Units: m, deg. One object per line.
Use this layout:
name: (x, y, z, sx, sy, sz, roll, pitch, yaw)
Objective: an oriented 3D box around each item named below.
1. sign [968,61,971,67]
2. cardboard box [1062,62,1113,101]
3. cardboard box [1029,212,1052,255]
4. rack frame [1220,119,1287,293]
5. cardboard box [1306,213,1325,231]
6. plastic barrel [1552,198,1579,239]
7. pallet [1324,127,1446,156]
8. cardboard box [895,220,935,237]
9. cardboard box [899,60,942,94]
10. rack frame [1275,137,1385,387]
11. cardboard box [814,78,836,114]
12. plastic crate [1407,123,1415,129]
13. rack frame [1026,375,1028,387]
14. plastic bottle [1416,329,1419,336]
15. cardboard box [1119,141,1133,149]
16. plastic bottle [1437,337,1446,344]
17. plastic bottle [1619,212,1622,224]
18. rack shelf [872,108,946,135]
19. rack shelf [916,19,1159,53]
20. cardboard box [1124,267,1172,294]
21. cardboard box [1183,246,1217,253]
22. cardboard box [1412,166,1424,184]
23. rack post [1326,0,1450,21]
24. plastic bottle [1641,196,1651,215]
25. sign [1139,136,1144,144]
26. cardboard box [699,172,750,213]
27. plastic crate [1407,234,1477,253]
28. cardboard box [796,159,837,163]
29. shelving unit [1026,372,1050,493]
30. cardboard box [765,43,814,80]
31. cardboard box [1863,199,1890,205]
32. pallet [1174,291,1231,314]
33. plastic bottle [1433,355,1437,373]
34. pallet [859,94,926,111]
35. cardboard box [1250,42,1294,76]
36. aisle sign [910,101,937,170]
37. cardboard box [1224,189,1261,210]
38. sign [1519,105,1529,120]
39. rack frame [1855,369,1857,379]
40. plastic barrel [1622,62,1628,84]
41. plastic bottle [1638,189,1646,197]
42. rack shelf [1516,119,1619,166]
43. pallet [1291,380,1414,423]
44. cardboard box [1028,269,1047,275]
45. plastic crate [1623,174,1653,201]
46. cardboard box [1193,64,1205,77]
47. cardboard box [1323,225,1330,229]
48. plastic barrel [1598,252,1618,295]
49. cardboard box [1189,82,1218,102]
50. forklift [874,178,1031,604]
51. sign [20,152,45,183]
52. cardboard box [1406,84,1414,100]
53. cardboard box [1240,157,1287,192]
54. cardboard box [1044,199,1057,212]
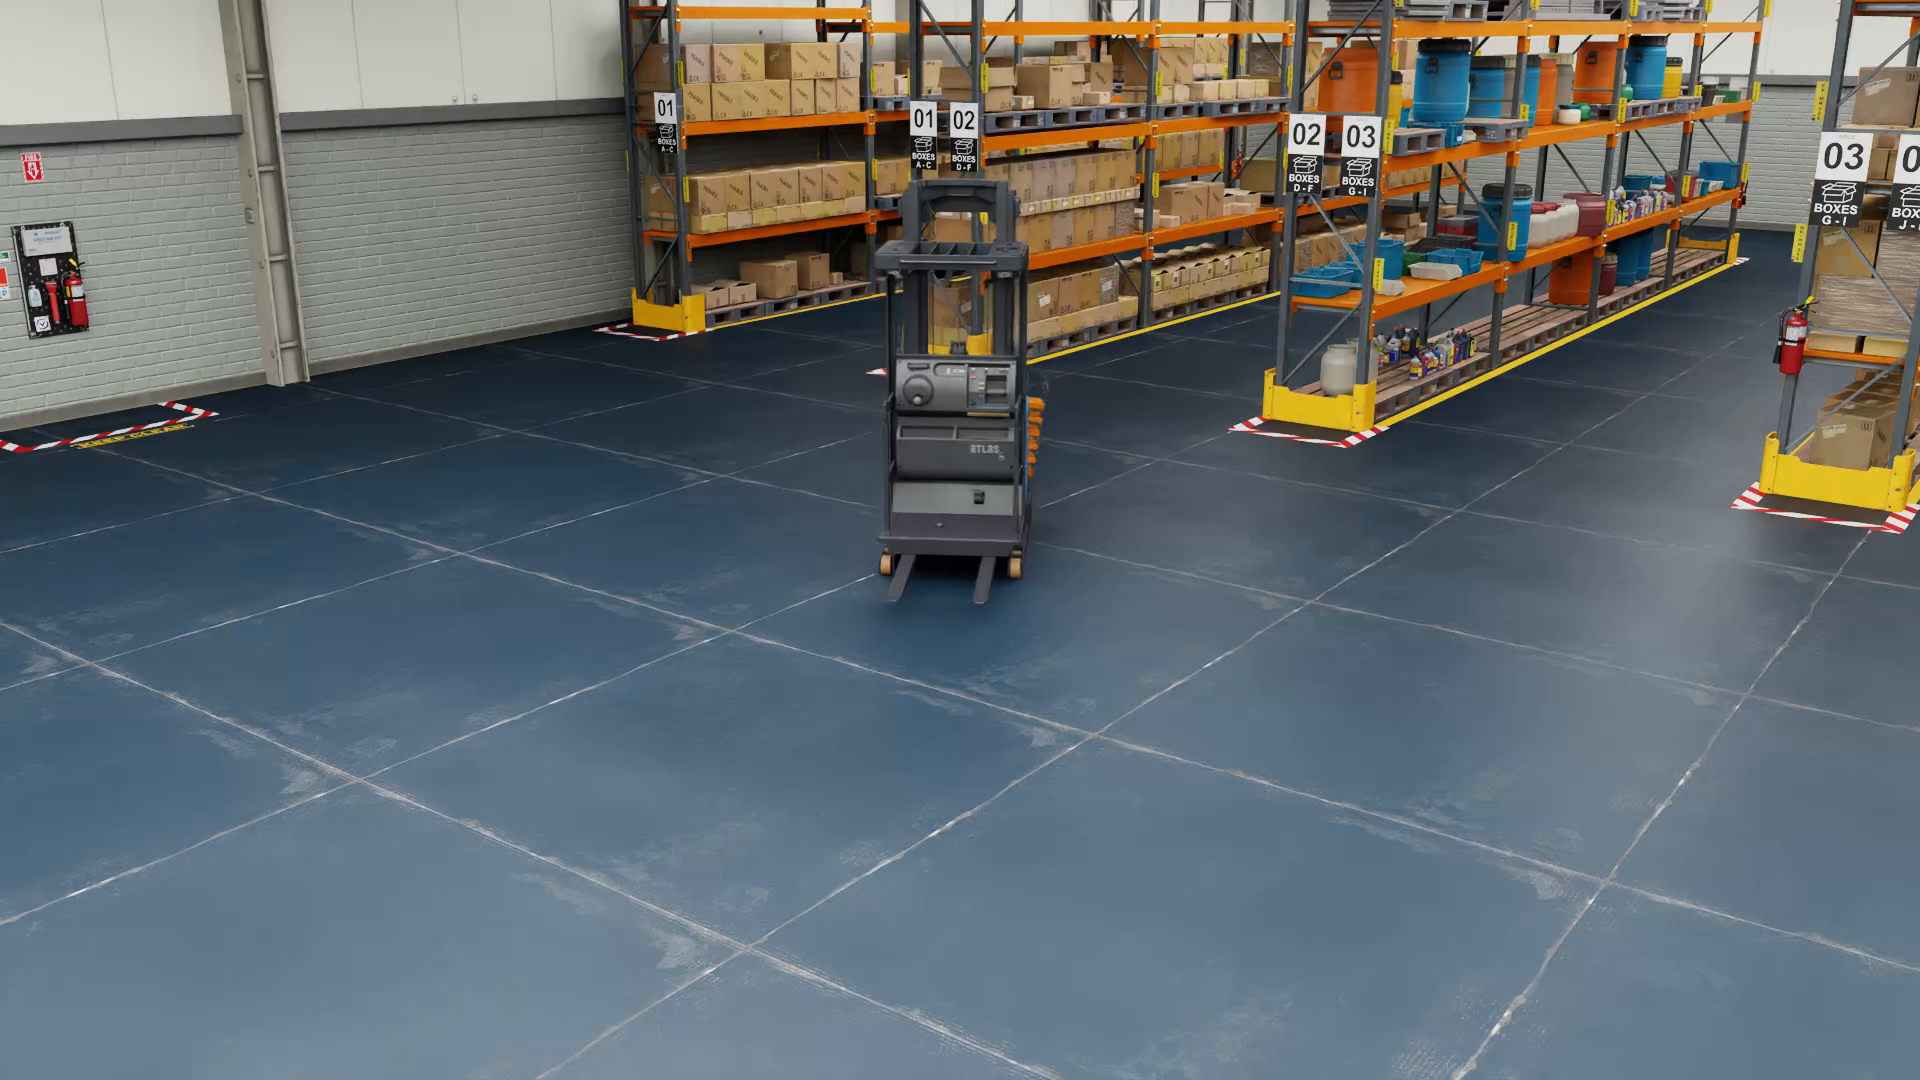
sign: (0.186, -8.141, 28.840, 0.100, 0.325, 0.005, 12, 21, 35)
cardboard box: (1.712, -6.171, 22.388, 0.500, 0.500, 0.500, 15, 22, 39)
cardboard box: (0.738, -3.944, 21.218, 0.700, 0.500, 0.500, 13, 21, 35)
rack frame: (4.607, -5.450, 26.235, 1.000, 3.000, 0.127, 12, 21, 35)
cardboard box: (5.911, -5.467, 28.498, 0.500, 0.250, 0.500, 12, 21, 35)
plastic barrel: (8.141, -4.344, 22.486, 0.421, 0.512, 0.421, 0, 17, 0)
pallet: (4.388, -4.190, 17.440, 1.003, 0.211, 1.213, 12, 21, 35)
cardboard box: (-0.765, -5.154, 27.492, 0.500, 0.250, 0.500, 12, 21, 33)
cardboard box: (-0.632, -7.462, 26.781, 0.500, 0.500, 0.500, 12, 21, 33)
rack frame: (3.816, -2.668, 17.278, 1.000, 3.000, 0.127, 12, 21, 35)
cardboard box: (-2.171, -6.579, 24.612, 0.500, 0.500, 0.500, 10, 20, 30)
plastic crate: (5.041, -4.624, 18.877, 0.336, 0.188, 0.450, 12, 21, 35)
rack frame: (0.490, -0.879, 14.480, 0.006, 1.200, 0.240, 7, 17, -5)
plastic bottle: (5.573, -2.435, 20.365, 0.061, 0.283, 0.133, 12, 21, 35)
cardboard box: (2.937, -7.322, 31.559, 0.500, 0.500, 0.500, 12, 21, 34)
plastic bottle: (5.799, -2.300, 19.944, 0.152, 0.276, 0.135, 12, 21, 35)
plastic bottle: (9.547, -4.689, 24.122, 0.097, 0.201, 0.097, 0, 17, 0)
rack shelf: (-0.565, -6.937, 27.179, 1.077, 0.370, 4.000, 12, 21, 35)
rack shelf: (1.032, -6.351, 20.909, 1.077, 0.370, 4.000, 12, 21, 35)
cardboard box: (2.670, -3.707, 23.605, 0.500, 0.311, 0.500, 13, 21, 35)
cardboard box: (3.753, -4.406, 25.855, 0.500, 0.311, 0.500, 12, 21, 33)
cardboard box: (8.115, -6.765, 30.301, 0.500, 0.500, 0.500, 12, 21, 34)
rack post: (4.369, -5.452, 16.970, 0.937, 0.300, 0.954, 15, 23, 40)
plastic bottle: (10.393, -5.077, 25.243, 0.152, 0.276, 0.135, 12, 21, 35)
sign: (3.451, -7.698, 31.658, 0.100, 0.325, 0.005, 12, 21, 35)
cardboard box: (-3.312, -4.891, 23.392, 0.500, 0.500, 0.500, 12, 21, 35)
plastic crate: (5.785, -3.489, 20.026, 0.767, 0.338, 0.504, 12, 21, 35)
cardboard box: (-2.205, -5.592, 25.650, 0.500, 0.500, 0.500, 12, 21, 33)
shelving unit: (0.580, -0.868, 14.488, 0.189, 1.200, 0.258, 7, 17, -5)
cardboard box: (-2.459, -6.913, 24.001, 0.500, 0.500, 0.500, 12, 21, 33)
cardboard box: (8.821, -2.991, 15.962, 0.500, 0.500, 0.500, 12, 21, 35)
pallet: (3.358, -3.640, 25.108, 1.003, 0.211, 1.213, 12, 21, 35)
plastic bottle: (5.470, -2.048, 19.256, 0.097, 0.201, 0.097, 0, 17, 0)
pallet: (-1.303, -6.843, 25.979, 1.213, 0.211, 1.003, 12, 21, 35)
cardboard box: (4.872, -7.510, 25.958, 0.500, 0.500, 0.500, 12, 21, 35)
aisle sign: (-0.435, -4.822, 19.830, 0.394, 0.787, 0.004, 12, 21, 35)
cardboard box: (4.355, -5.328, 25.994, 0.500, 0.311, 0.500, 14, 22, 38)
sign: (6.635, -4.958, 19.578, 0.100, 0.325, 0.005, 12, 21, 35)
rack frame: (10.177, -2.746, 17.527, 1.000, 3.000, 0.127, 12, 21, 35)
plastic barrel: (9.518, -6.720, 24.332, 0.433, 0.535, 0.433, 0, 17, 0)
plastic bottle: (10.455, -5.207, 25.538, 0.144, 0.351, 0.185, 12, 21, 35)
rack shelf: (7.391, -5.186, 21.541, 1.077, 0.370, 4.000, 12, 21, 35)
pallet: (4.312, -1.555, 18.396, 1.003, 0.211, 1.213, 12, 21, 35)
cardboard box: (0.804, -3.330, 22.072, 0.500, 0.500, 0.500, 12, 21, 35)
plastic crate: (10.970, -5.719, 27.027, 0.392, 0.384, 0.575, 12, 21, 35)
cardboard box: (4.555, -9.368, 33.173, 0.500, 0.250, 0.500, 12, 21, 33)
cardboard box: (6.198, -5.218, 28.961, 0.500, 0.500, 0.500, 13, 21, 35)
plastic barrel: (9.534, -4.011, 24.960, 0.600, 0.588, 0.708, 12, 21, 35)
cardboard box: (3.412, -6.503, 24.114, 0.500, 0.250, 0.500, 10, 20, 30)
forklift: (-0.046, -1.202, 12.672, 1.130, 2.935, 3.031, 1, 17, 4)
sign: (-9.581, -3.850, 17.175, 0.001, 0.298, 0.199, 12, 21, 35)
cardboard box: (7.780, -7.954, 29.494, 0.500, 0.250, 0.500, 12, 21, 35)
cardboard box: (4.892, -5.868, 26.705, 0.700, 0.500, 0.500, 5, 18, 16)
cardboard box: (1.013, -4.264, 21.156, 0.380, 0.149, 0.250, 12, 21, 34)
